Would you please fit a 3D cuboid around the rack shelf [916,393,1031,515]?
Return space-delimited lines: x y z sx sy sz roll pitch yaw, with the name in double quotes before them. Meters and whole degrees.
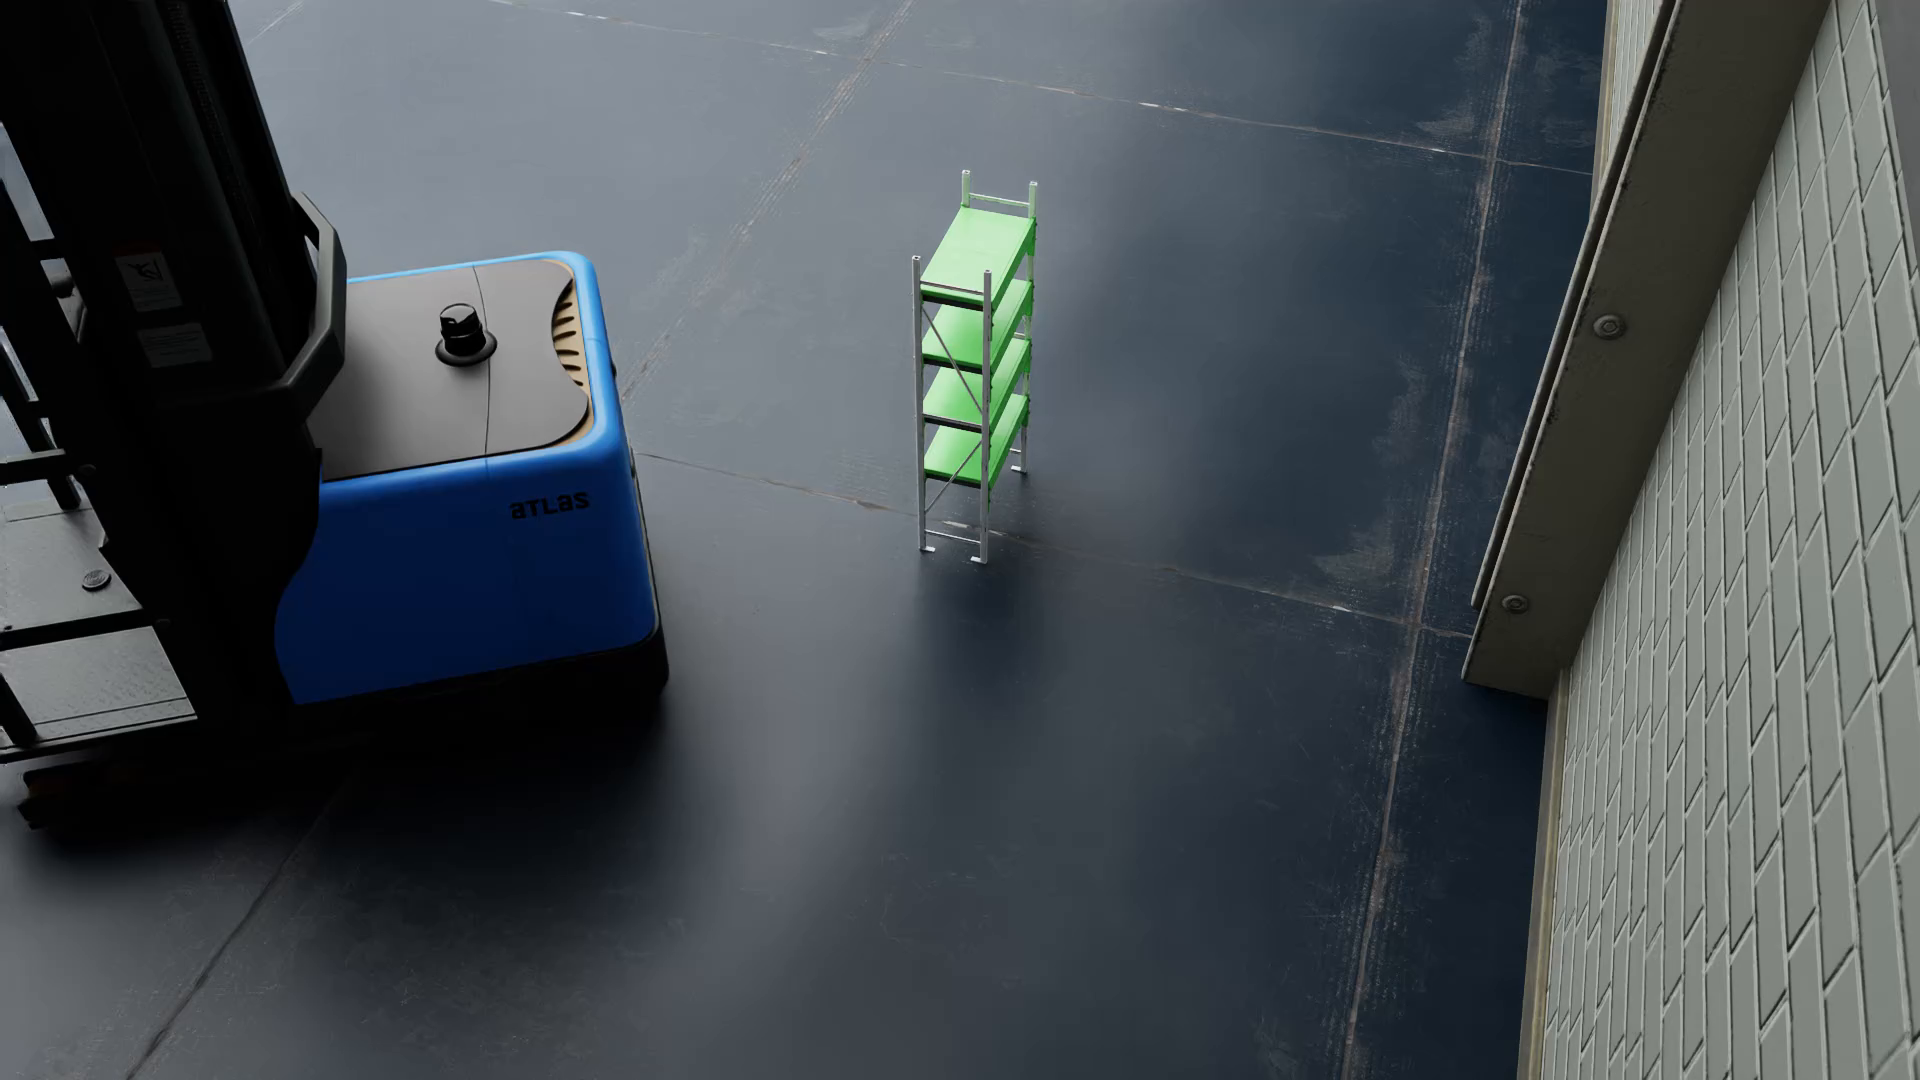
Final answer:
"rack shelf" 0.050 -0.322 5.656 0.258 0.148 0.480 13 46 13

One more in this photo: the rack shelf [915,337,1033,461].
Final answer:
"rack shelf" 0.050 -0.494 5.488 0.258 0.148 0.480 13 46 13

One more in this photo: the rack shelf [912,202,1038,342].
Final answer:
"rack shelf" 0.050 -0.837 5.152 0.258 0.148 0.480 13 46 13

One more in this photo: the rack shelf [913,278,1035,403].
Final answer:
"rack shelf" 0.050 -0.665 5.320 0.258 0.148 0.480 13 46 13

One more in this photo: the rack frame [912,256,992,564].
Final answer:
"rack frame" -0.024 -0.377 5.277 0.240 1.200 0.015 13 46 13

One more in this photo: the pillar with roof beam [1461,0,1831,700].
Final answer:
"pillar with roof beam" -2.300 -3.781 3.180 9.100 9.000 0.400 13 46 13

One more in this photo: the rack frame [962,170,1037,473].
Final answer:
"rack frame" 0.124 -0.702 5.609 0.240 1.200 0.015 13 46 13

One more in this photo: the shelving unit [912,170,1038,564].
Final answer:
"shelving unit" 0.050 -0.539 5.443 0.258 1.200 0.503 13 46 13

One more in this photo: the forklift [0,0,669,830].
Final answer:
"forklift" -2.486 -0.616 4.283 3.031 2.935 1.130 -10 45 -10
